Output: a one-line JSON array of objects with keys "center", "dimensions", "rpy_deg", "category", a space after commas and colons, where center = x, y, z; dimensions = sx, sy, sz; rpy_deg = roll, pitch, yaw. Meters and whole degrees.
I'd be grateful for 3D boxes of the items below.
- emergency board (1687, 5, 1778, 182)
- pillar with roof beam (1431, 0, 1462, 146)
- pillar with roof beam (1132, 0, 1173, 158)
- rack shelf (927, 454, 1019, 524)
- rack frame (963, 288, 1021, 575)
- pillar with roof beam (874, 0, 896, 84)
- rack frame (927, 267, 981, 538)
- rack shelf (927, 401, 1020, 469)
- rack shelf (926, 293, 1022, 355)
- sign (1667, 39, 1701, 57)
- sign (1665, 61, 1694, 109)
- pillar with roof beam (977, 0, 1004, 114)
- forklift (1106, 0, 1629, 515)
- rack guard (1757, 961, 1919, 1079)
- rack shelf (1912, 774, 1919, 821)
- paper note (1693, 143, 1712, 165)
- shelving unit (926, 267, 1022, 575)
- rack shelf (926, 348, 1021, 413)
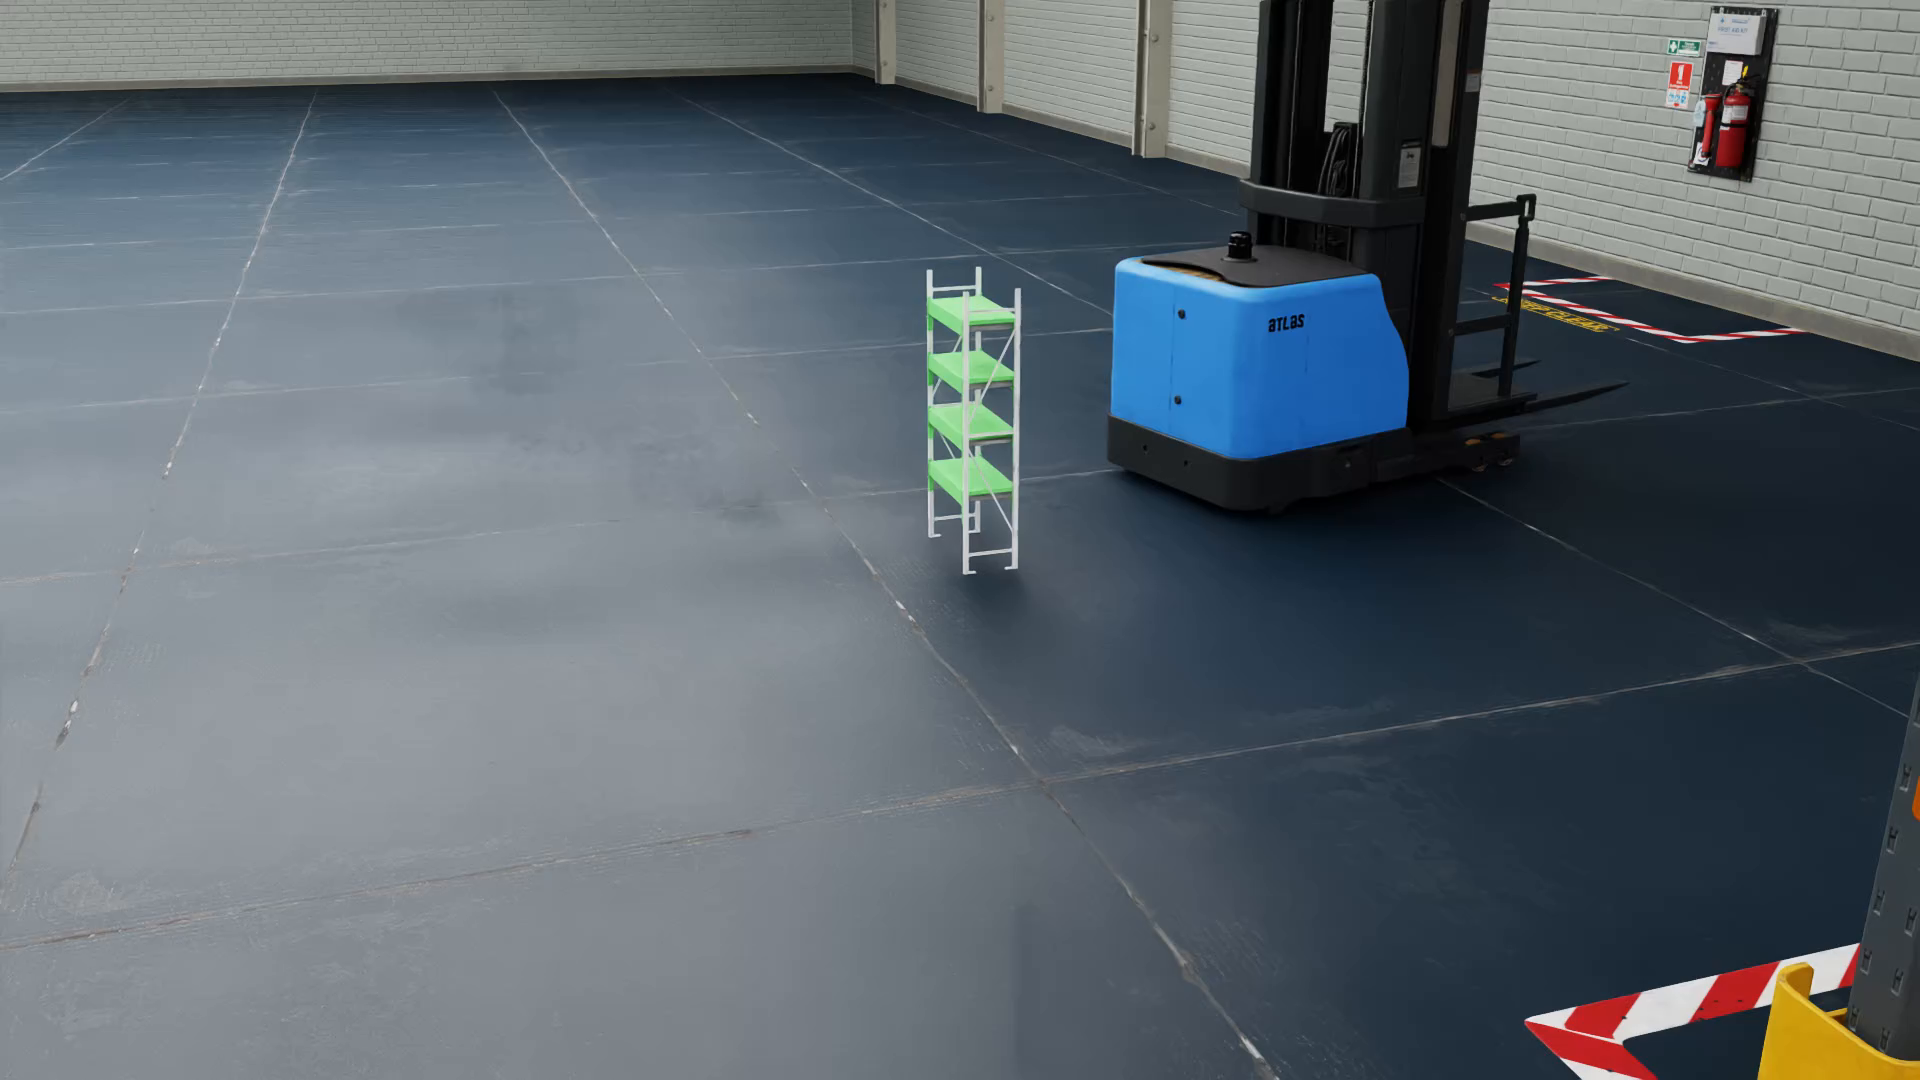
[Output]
[{"center": [5.398, -3.163, 11.786], "dimensions": [0.194, 1.169, 0.643], "rpy_deg": [-6, 21, -17], "category": "emergency board"}, {"center": [0.166, -6.657, 12.639], "dimensions": [9.100, 9.000, 0.400], "rpy_deg": [-6, 21, -17], "category": "pillar with roof beam"}, {"center": [-1.720, -8.583, 18.000], "dimensions": [9.100, 9.000, 0.400], "rpy_deg": [-6, 21, -17], "category": "pillar with roof beam"}, {"center": [0.052, -0.226, 7.169], "dimensions": [0.258, 0.148, 0.480], "rpy_deg": [-6, 21, -17], "category": "rack shelf"}, {"center": [0.129, -0.433, 6.848], "dimensions": [0.240, 1.200, 0.015], "rpy_deg": [-6, 21, -17], "category": "rack frame"}, {"center": [-5.492, -12.434, 28.721], "dimensions": [9.100, 9.000, 0.400], "rpy_deg": [-6, 21, -17], "category": "pillar with roof beam"}, {"center": [-0.025, -0.590, 7.284], "dimensions": [0.240, 1.200, 0.015], "rpy_deg": [-6, 21, -17], "category": "rack frame"}, {"center": [0.052, -0.451, 7.087], "dimensions": [0.258, 0.148, 0.480], "rpy_deg": [-6, 21, -17], "category": "rack shelf"}, {"center": [0.052, -0.903, 6.925], "dimensions": [0.258, 0.148, 0.480], "rpy_deg": [-6, 21, -17], "category": "rack shelf"}, {"center": [5.315, -3.615, 12.208], "dimensions": [0.001, 0.109, 0.331], "rpy_deg": [-6, 21, -17], "category": "sign"}, {"center": [5.322, -3.368, 12.304], "dimensions": [0.001, 0.329, 0.234], "rpy_deg": [-6, 21, -17], "category": "sign"}, {"center": [-3.606, -10.508, 23.361], "dimensions": [9.100, 9.000, 0.400], "rpy_deg": [-6, 21, -17], "category": "pillar with roof beam"}, {"center": [2.247, -1.858, 8.252], "dimensions": [3.031, 2.935, 1.130], "rpy_deg": [-12, 23, -31], "category": "forklift"}, {"center": [2.274, 1.123, 3.551], "dimensions": [1.175, 0.500, 0.348], "rpy_deg": [-6, 21, -17], "category": "rack guard"}, {"center": [2.910, 0.935, 1.441], "dimensions": [1.077, 0.370, 4.000], "rpy_deg": [-6, 21, -17], "category": "rack shelf"}, {"center": [5.408, -2.813, 12.113], "dimensions": [0.016, 0.148, 0.142], "rpy_deg": [-6, 21, -17], "category": "paper note"}, {"center": [0.052, -0.512, 7.066], "dimensions": [0.258, 1.200, 0.503], "rpy_deg": [-6, 21, -17], "category": "shelving unit"}, {"center": [0.052, -0.677, 7.006], "dimensions": [0.258, 0.148, 0.480], "rpy_deg": [-6, 21, -17], "category": "rack shelf"}]
